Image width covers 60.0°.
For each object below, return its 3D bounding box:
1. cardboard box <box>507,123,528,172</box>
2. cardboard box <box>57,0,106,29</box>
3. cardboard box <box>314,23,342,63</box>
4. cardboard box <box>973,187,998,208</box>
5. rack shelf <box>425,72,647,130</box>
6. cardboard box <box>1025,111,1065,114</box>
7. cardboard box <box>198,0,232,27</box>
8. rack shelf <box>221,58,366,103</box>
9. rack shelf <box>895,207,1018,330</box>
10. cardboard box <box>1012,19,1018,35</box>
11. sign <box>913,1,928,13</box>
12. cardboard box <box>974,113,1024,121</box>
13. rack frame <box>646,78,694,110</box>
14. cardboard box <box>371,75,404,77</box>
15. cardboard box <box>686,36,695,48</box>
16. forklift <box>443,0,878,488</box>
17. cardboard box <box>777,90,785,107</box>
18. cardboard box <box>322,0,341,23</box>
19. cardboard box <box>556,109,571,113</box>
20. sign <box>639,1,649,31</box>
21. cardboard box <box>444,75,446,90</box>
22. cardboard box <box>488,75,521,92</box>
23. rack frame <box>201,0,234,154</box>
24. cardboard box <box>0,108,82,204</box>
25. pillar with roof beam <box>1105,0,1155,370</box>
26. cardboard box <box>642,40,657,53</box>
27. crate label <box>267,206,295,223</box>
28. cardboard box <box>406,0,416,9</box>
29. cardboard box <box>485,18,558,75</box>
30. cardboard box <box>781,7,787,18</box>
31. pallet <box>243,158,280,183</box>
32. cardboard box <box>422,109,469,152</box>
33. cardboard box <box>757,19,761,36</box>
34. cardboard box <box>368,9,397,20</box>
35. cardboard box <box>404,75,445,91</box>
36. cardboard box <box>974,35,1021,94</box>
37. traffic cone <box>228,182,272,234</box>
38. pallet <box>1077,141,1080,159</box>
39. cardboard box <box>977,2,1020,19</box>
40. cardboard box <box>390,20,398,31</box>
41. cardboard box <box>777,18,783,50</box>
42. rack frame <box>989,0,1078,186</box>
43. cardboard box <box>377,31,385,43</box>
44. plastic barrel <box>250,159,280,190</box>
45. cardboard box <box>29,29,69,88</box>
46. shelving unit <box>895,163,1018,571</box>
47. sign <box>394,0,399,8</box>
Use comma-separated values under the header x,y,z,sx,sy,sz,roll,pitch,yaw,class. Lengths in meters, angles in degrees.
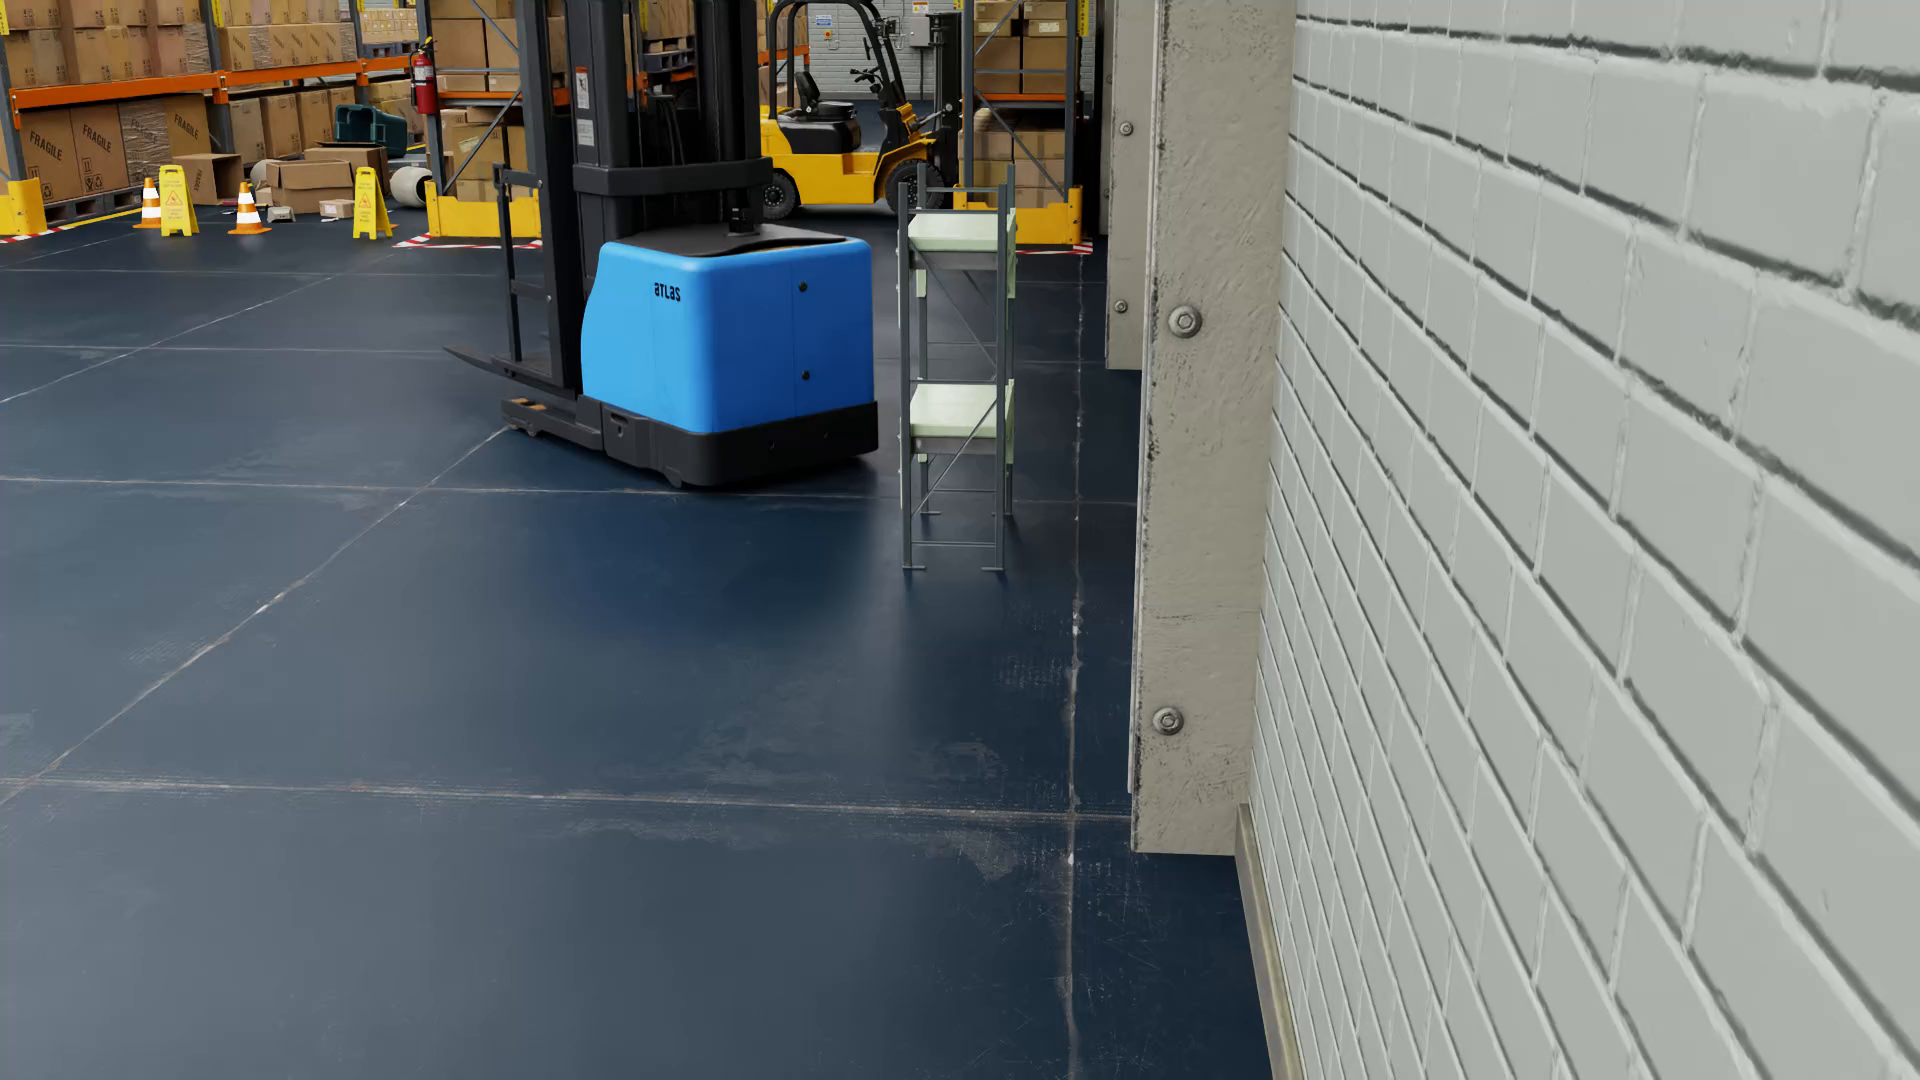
x,y,z,sx,sy,sz,roll,pitch,yaw,class
-4.083,-3.800,16.239,0.500,0.500,0.500,1,18,2,cardboard box
-9.174,-5.420,16.673,0.875,0.550,0.550,1,18,4,cardboard box
-8.590,-6.609,22.115,0.500,0.500,0.500,1,18,4,cardboard box
0.252,-3.235,15.720,0.500,0.250,0.500,1,18,4,cardboard box
-4.274,-4.578,17.232,1.077,0.370,4.000,1,18,4,rack shelf
0.957,-4.485,17.927,0.500,0.250,0.500,1,18,3,cardboard box
-9.046,-6.297,19.557,0.700,0.500,0.500,1,18,3,cardboard box
-8.932,-5.899,21.265,1.077,0.370,4.000,1,18,4,rack shelf
0.000,-1.081,6.562,0.431,0.370,0.720,1,18,4,rack shelf
0.347,-4.818,15.607,0.380,0.149,0.250,2,18,5,cardboard box
-0.845,-11.385,35.526,0.339,0.242,0.001,1,18,4,sign
0.402,-4.343,17.495,0.500,0.250,0.500,2,18,6,cardboard box
-3.844,-6.783,22.807,1.000,3.000,0.127,1,18,4,rack frame
-8.854,-7.084,25.860,0.500,0.250,0.500,2,18,5,cardboard box
-3.585,-6.428,21.453,0.380,0.149,0.250,2,18,5,cardboard box
-1.743,-2.013,8.360,1.130,2.935,3.031,-15,24,-39,forklift
-3.405,-7.200,27.520,0.875,0.438,0.875,1,18,3,cardboard box
-8.831,-7.246,22.453,0.700,0.500,0.500,1,18,4,cardboard box
-4.469,-4.446,18.213,0.500,0.500,0.500,2,18,6,cardboard box
-3.589,-5.943,18.851,0.100,0.325,0.005,1,18,4,sign
-4.697,-4.381,15.880,0.380,0.149,0.250,1,18,3,cardboard box
-4.187,-4.280,15.572,0.380,0.149,0.250,1,18,4,cardboard box
-9.075,-5.620,19.257,1.000,3.000,0.127,1,18,4,rack frame
-9.379,-3.780,16.379,0.875,0.875,0.875,1,18,4,cardboard box
-3.242,-5.469,9.161,9.100,9.000,0.400,1,18,4,pillar with roof beam
-3.776,-5.786,19.492,0.380,0.149,0.250,2,18,5,cardboard box
-6.810,-3.265,16.668,0.250,0.136,0.298,-9,20,-25,crate label
-8.738,-8.921,27.086,0.500,0.500,0.500,1,18,2,cardboard box
-4.107,-4.628,15.593,0.500,0.500,0.500,1,18,3,cardboard box
-3.191,-9.006,27.825,0.500,0.500,0.500,2,18,5,cardboard box
-9.095,-4.536,20.428,1.003,0.211,1.213,1,18,4,pallet
-5.908,-4.743,19.380,0.500,0.500,0.500,1,18,4,cardboard box
-3.375,-7.894,25.635,0.500,0.250,0.500,2,18,5,cardboard box
-8.487,-7.690,24.349,0.380,0.149,0.250,2,18,6,cardboard box
-8.353,-7.076,25.838,0.500,0.250,0.500,2,18,7,cardboard box
0.307,-4.395,15.359,0.500,0.500,0.500,1,18,3,cardboard box
-6.805,-3.175,15.868,0.336,0.463,0.334,1,18,4,traffic cone
1.198,-5.580,23.612,1.003,0.211,1.213,1,18,4,pallet
0.349,-4.802,15.081,0.380,0.149,0.250,1,18,4,cardboard box
-8.484,-7.553,24.406,0.380,0.149,0.250,1,18,4,cardboard box
-3.222,-8.369,27.487,0.500,0.500,0.500,1,18,4,cardboard box
0.820,-5.431,18.681,1.000,3.000,0.127,1,18,4,rack frame
-8.517,-7.244,23.943,0.380,0.149,0.250,2,18,7,cardboard box
-7.627,-4.009,18.479,0.512,0.421,0.421,17,25,41,plastic barrel
-9.363,-4.737,16.320,0.875,0.550,0.550,1,18,4,cardboard box
0.000,-0.711,6.683,0.431,1.500,0.755,1,18,4,shelving unit
-9.044,-8.526,26.735,0.100,0.325,0.005,1,18,4,sign
